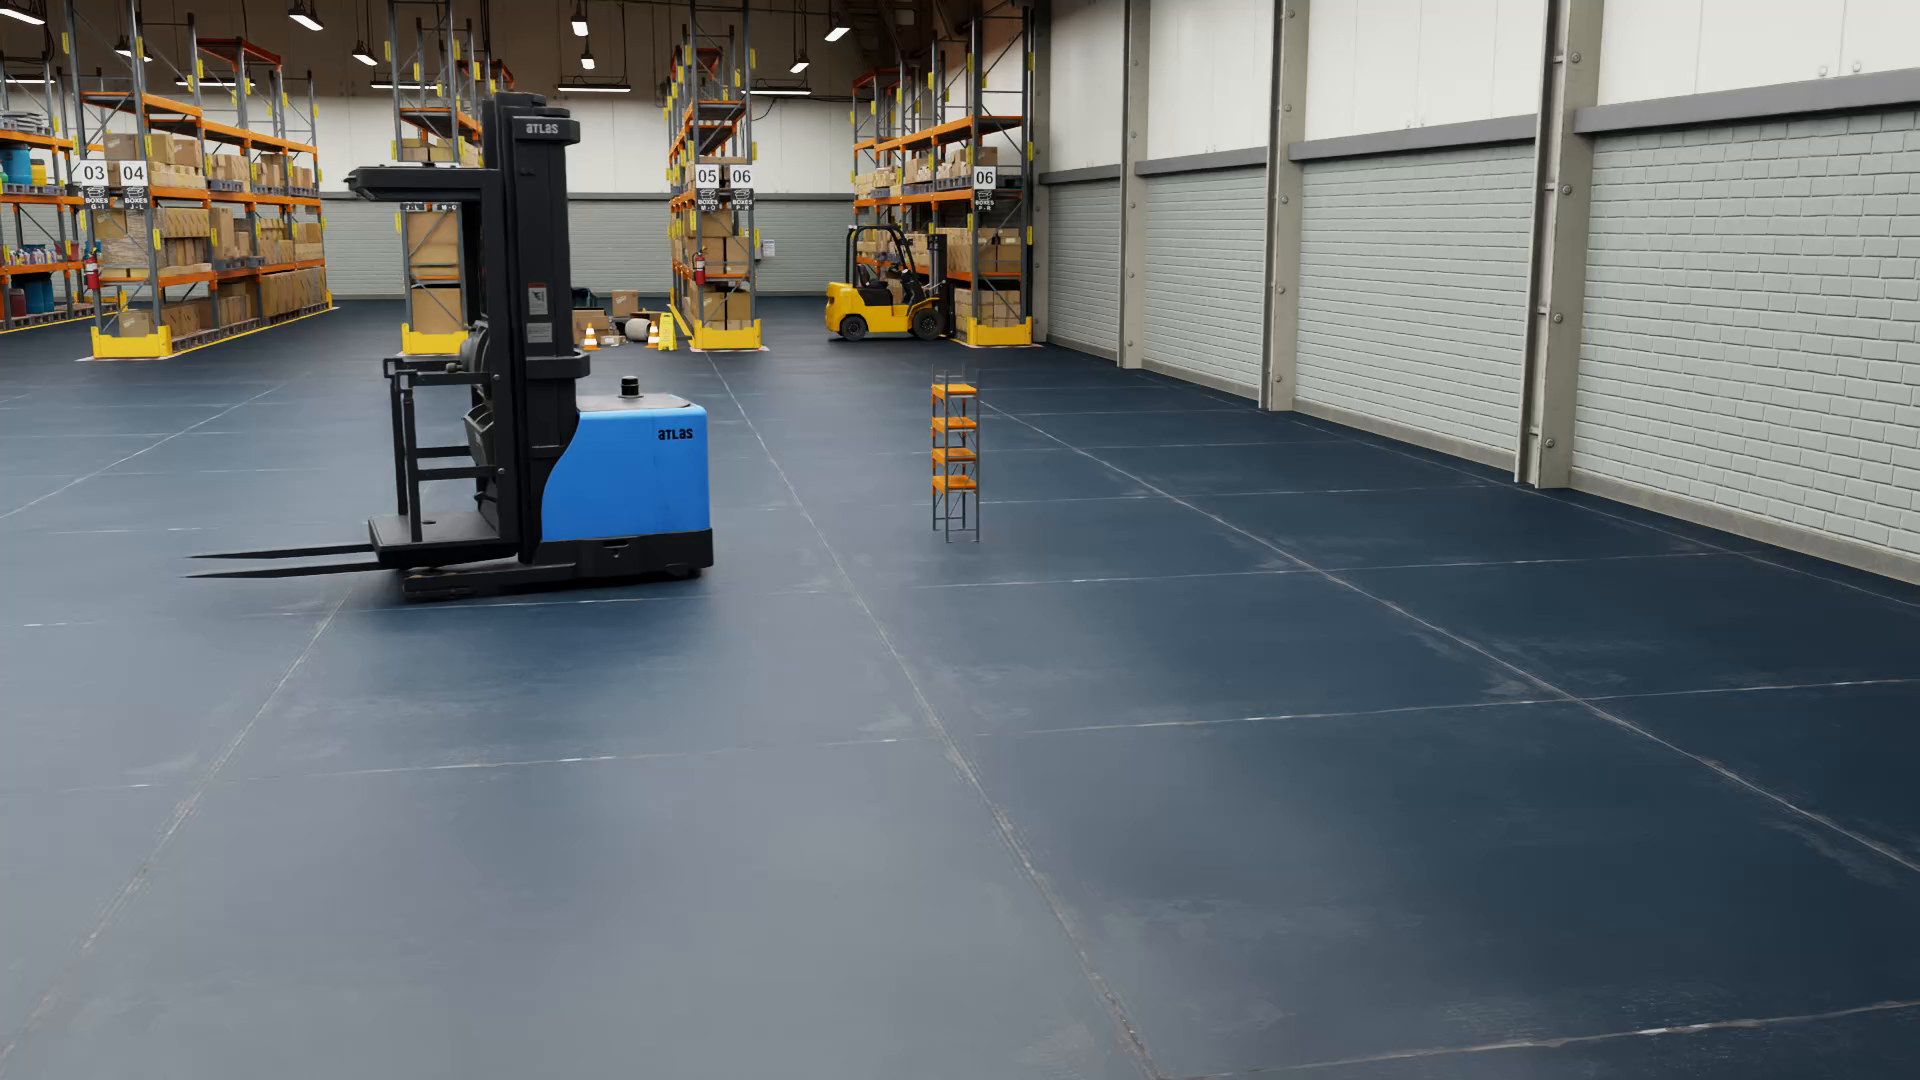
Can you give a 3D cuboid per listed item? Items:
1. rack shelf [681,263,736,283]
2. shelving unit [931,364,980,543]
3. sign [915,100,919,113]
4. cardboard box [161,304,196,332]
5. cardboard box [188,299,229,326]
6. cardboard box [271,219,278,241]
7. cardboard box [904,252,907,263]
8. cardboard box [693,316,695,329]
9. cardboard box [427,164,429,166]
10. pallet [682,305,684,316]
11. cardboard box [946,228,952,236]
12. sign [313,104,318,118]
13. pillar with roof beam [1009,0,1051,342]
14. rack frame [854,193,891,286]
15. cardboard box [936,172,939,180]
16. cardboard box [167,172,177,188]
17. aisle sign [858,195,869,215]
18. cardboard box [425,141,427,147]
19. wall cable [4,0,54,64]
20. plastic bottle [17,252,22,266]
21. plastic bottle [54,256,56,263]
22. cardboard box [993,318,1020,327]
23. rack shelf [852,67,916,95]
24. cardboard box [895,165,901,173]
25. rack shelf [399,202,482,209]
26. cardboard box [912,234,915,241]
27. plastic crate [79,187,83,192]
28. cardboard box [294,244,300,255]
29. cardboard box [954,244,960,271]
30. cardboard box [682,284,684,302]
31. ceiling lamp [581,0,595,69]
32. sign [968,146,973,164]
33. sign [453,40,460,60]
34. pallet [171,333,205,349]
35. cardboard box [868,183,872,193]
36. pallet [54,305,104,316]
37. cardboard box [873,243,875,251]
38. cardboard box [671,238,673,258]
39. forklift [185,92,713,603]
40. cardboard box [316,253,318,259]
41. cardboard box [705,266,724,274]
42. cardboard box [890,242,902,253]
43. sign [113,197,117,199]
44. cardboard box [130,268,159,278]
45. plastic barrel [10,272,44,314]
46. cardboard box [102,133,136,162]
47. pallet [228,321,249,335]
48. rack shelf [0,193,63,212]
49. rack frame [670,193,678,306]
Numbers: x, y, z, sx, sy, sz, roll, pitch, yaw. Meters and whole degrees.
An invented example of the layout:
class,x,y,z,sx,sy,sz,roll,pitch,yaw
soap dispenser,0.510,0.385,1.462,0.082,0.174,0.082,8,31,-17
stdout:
class,x,y,z,sx,sy,sz,roll,pitch,yaw
rack shelf,-5.313,-5.656,35.315,1.077,0.370,4.000,-2,11,-11
shelving unit,-0.032,-0.620,11.744,0.258,1.200,0.503,-2,11,-11
sign,-1.069,-10.796,41.430,0.100,0.325,0.005,-2,11,-11
cardboard box,-14.488,-4.081,30.678,0.500,0.500,0.500,1,11,7
cardboard box,-14.818,-4.472,32.678,0.700,0.500,0.500,-2,11,-11
cardboard box,-15.947,-7.048,37.755,0.797,0.503,0.637,-2,11,-10
cardboard box,-0.987,-6.394,37.666,0.500,0.250,0.500,-2,11,-11
cardboard box,-4.768,-4.094,31.415,0.500,0.250,0.500,-3,11,-13
cardboard box,-9.577,-6.551,29.354,0.380,0.149,0.250,-2,11,-12
pallet,-6.256,-5.601,40.561,1.003,0.211,1.213,-2,11,-11
cardboard box,-0.061,-6.080,32.819,0.380,0.149,0.250,-2,11,-12
sign,-16.444,-10.945,42.424,0.100,0.325,0.005,-2,11,-11
pillar with roof beam,-2.752,-8.041,29.877,9.100,9.000,0.548,-2,11,-11
rack frame,-2.390,-8.025,45.835,1.000,3.000,0.127,-2,11,-11
cardboard box,-0.267,-7.336,33.476,0.380,0.149,0.250,-2,11,-10
cardboard box,-13.906,-6.232,28.794,0.500,0.250,0.500,-2,11,-11
aisle sign,-2.691,-9.304,45.602,0.394,0.787,0.004,-2,11,-11
cardboard box,-9.529,-6.897,29.039,0.380,0.149,0.250,-2,11,-10
wall cable,-26.615,-14.341,45.609,3.097,2.526,0.112,-2,11,-11
plastic bottle,-20.165,-6.023,35.631,0.061,0.283,0.133,-2,11,-11
plastic bottle,-20.616,-6.391,37.783,0.097,0.201,0.097,0,11,0
cardboard box,0.818,-4.043,31.146,0.500,0.250,0.500,-2,11,-11
rack shelf,-2.001,-11.884,43.104,1.077,0.370,4.000,-2,11,-11
cardboard box,-1.401,-9.145,41.079,0.396,0.266,0.258,-2,11,-11
rack shelf,-9.371,-6.197,30.137,1.077,0.370,4.000,-2,11,-11
cardboard box,-0.869,-6.713,36.944,0.380,0.149,0.250,-2,11,-10
plastic crate,-22.036,-8.632,41.351,0.497,0.269,0.590,-2,11,-11
cardboard box,-16.035,-6.918,39.625,0.500,0.250,0.500,-2,11,-12
cardboard box,0.177,-5.410,31.828,0.500,0.500,0.500,-2,11,-12
cardboard box,-6.672,-6.341,42.717,0.875,0.438,0.875,-2,11,-13
ceiling lamp,-8.460,-12.692,38.701,0.800,3.185,2.000,-2,11,-11
sign,0.187,-6.943,29.972,0.100,0.325,0.005,-2,11,-11
sign,-8.437,-8.213,27.860,0.100,0.325,0.005,-2,11,-11
pallet,-14.239,-3.566,29.869,1.003,0.211,1.213,-2,11,-11
cardboard box,-2.063,-9.011,42.603,0.500,0.250,0.500,-3,11,-13
pallet,-21.481,-5.557,40.329,1.003,0.211,1.213,-2,11,-11
cardboard box,-1.950,-7.448,42.411,0.500,0.250,0.500,-2,11,-10
cardboard box,-7.446,-7.794,44.357,0.500,0.500,0.500,-2,11,-11
forklift,-3.122,-1.182,10.066,3.031,2.935,1.130,-4,12,-22
cardboard box,-16.439,-7.167,41.999,0.380,0.149,0.250,-2,11,-10
cardboard box,-4.429,-4.846,29.809,0.380,0.149,0.250,-2,11,-9
cardboard box,-1.357,-6.872,39.056,0.500,0.250,0.500,-3,11,-14
sign,-21.301,-8.748,41.894,0.100,0.325,0.005,-2,11,-11
cardboard box,-13.689,-4.486,27.916,0.380,0.149,0.250,-2,11,-11
plastic barrel,-20.833,-5.515,37.136,0.600,0.901,0.708,-2,11,-11
cardboard box,-14.417,-6.738,28.653,0.500,0.500,0.500,-2,11,-11
pallet,-15.039,-4.279,33.616,1.003,0.211,1.213,-2,11,-11
rack shelf,-20.670,-7.323,36.049,1.077,0.370,4.000,-2,11,-11
rack frame,-7.258,-7.844,44.884,1.000,3.000,0.127,-2,11,-11
